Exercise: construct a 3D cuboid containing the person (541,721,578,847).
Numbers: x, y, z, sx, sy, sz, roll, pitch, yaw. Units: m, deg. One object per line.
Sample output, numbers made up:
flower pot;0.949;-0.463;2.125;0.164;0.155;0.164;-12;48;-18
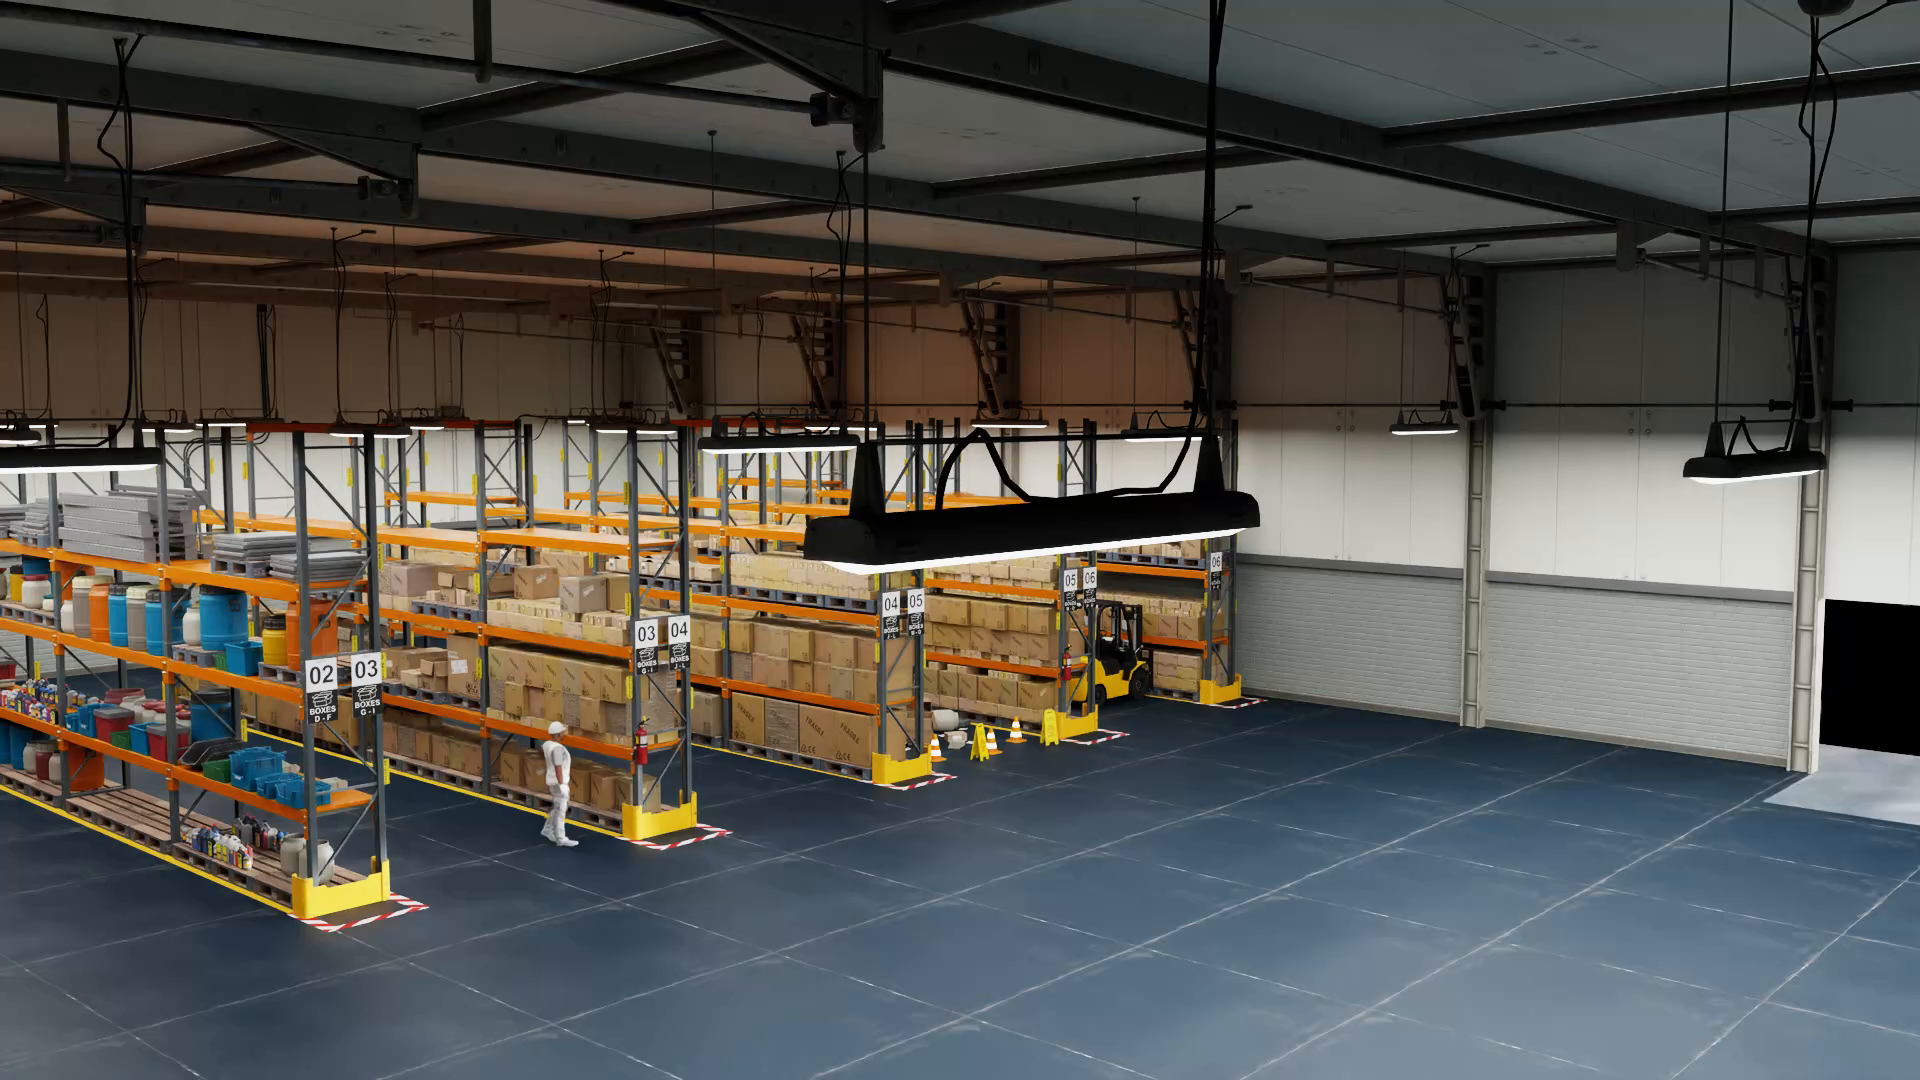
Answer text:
person;-5.771;3.492;23.896;0.519;1.790;0.626;-1;5;-16
